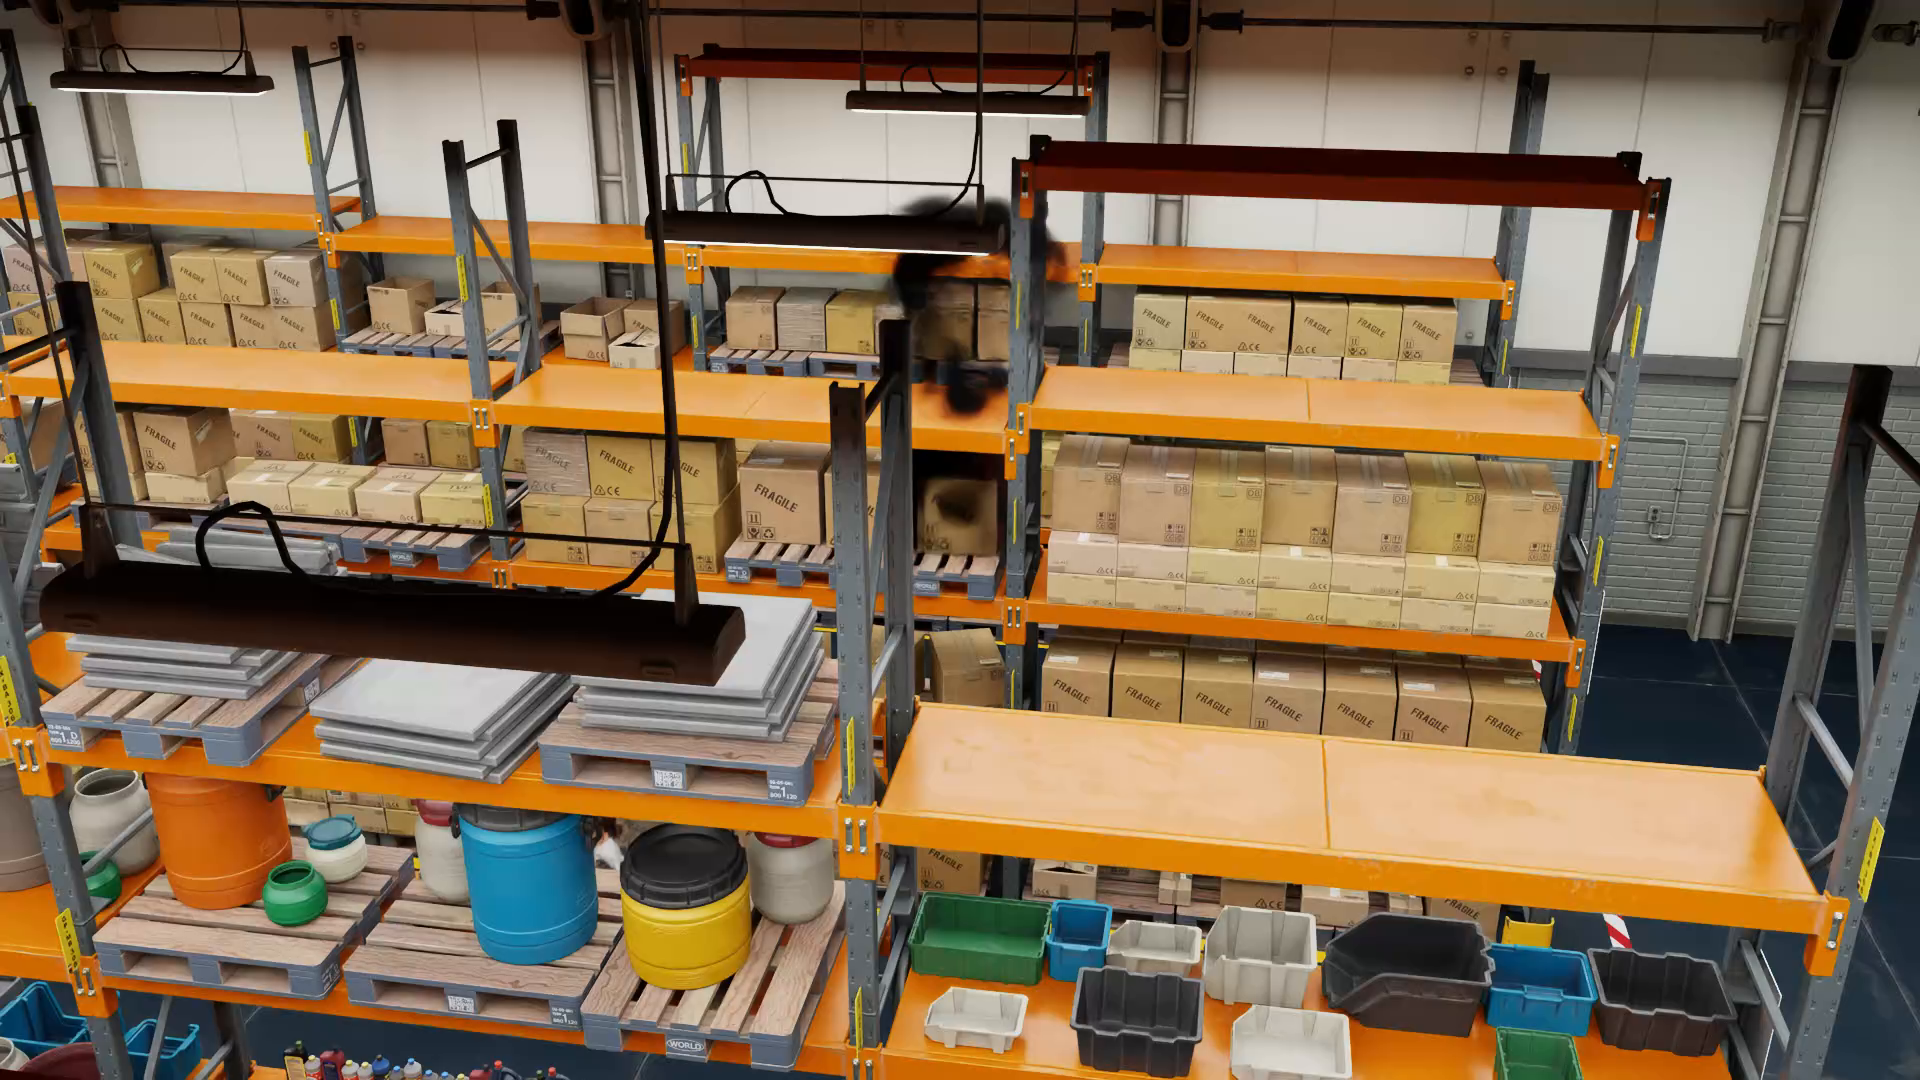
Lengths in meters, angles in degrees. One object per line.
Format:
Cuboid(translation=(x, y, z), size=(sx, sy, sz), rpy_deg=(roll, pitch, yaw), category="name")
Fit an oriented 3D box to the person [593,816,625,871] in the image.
Cuboid(translation=(-2.498, 2.618, 12.020), size=(0.904, 1.655, 0.582), rpy_deg=(-3, 23, -7), category="person")
